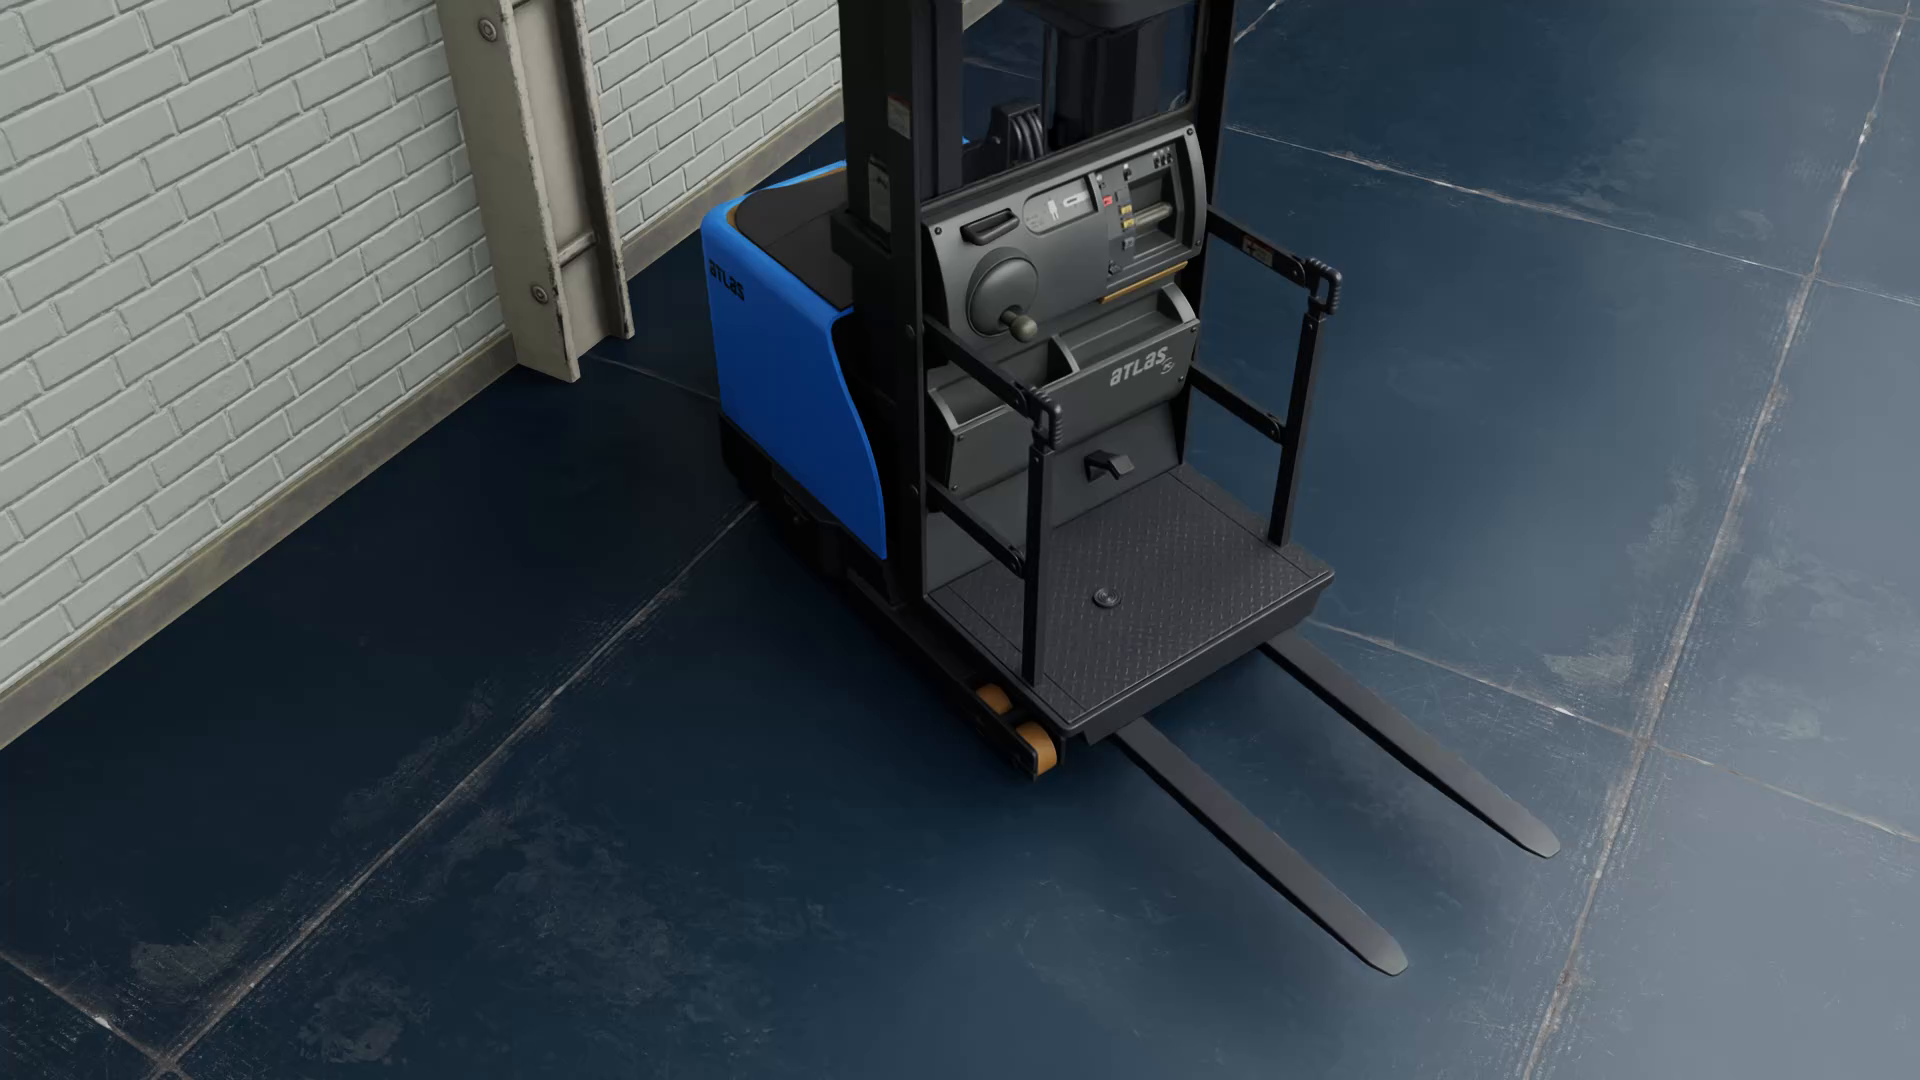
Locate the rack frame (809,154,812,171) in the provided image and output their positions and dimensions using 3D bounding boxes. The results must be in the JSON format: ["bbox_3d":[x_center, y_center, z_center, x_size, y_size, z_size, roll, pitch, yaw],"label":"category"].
[{"bbox_3d":[-0.517,-0.969,6.170,0.006,0.900,0.240,-7,42,-8],"label":"rack frame"}]

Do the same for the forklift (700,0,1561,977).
[{"bbox_3d":[0.439,-0.768,4.404,1.130,2.935,3.031,-27,48,-27],"label":"forklift"}]

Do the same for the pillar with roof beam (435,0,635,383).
[{"bbox_3d":[2.191,-2.725,2.035,9.100,9.000,0.400,21,45,22],"label":"pillar with roof beam"}]

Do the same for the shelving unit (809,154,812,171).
[{"bbox_3d":[-0.417,-0.982,6.184,0.210,0.900,0.258,-7,42,-8],"label":"shelving unit"}]
